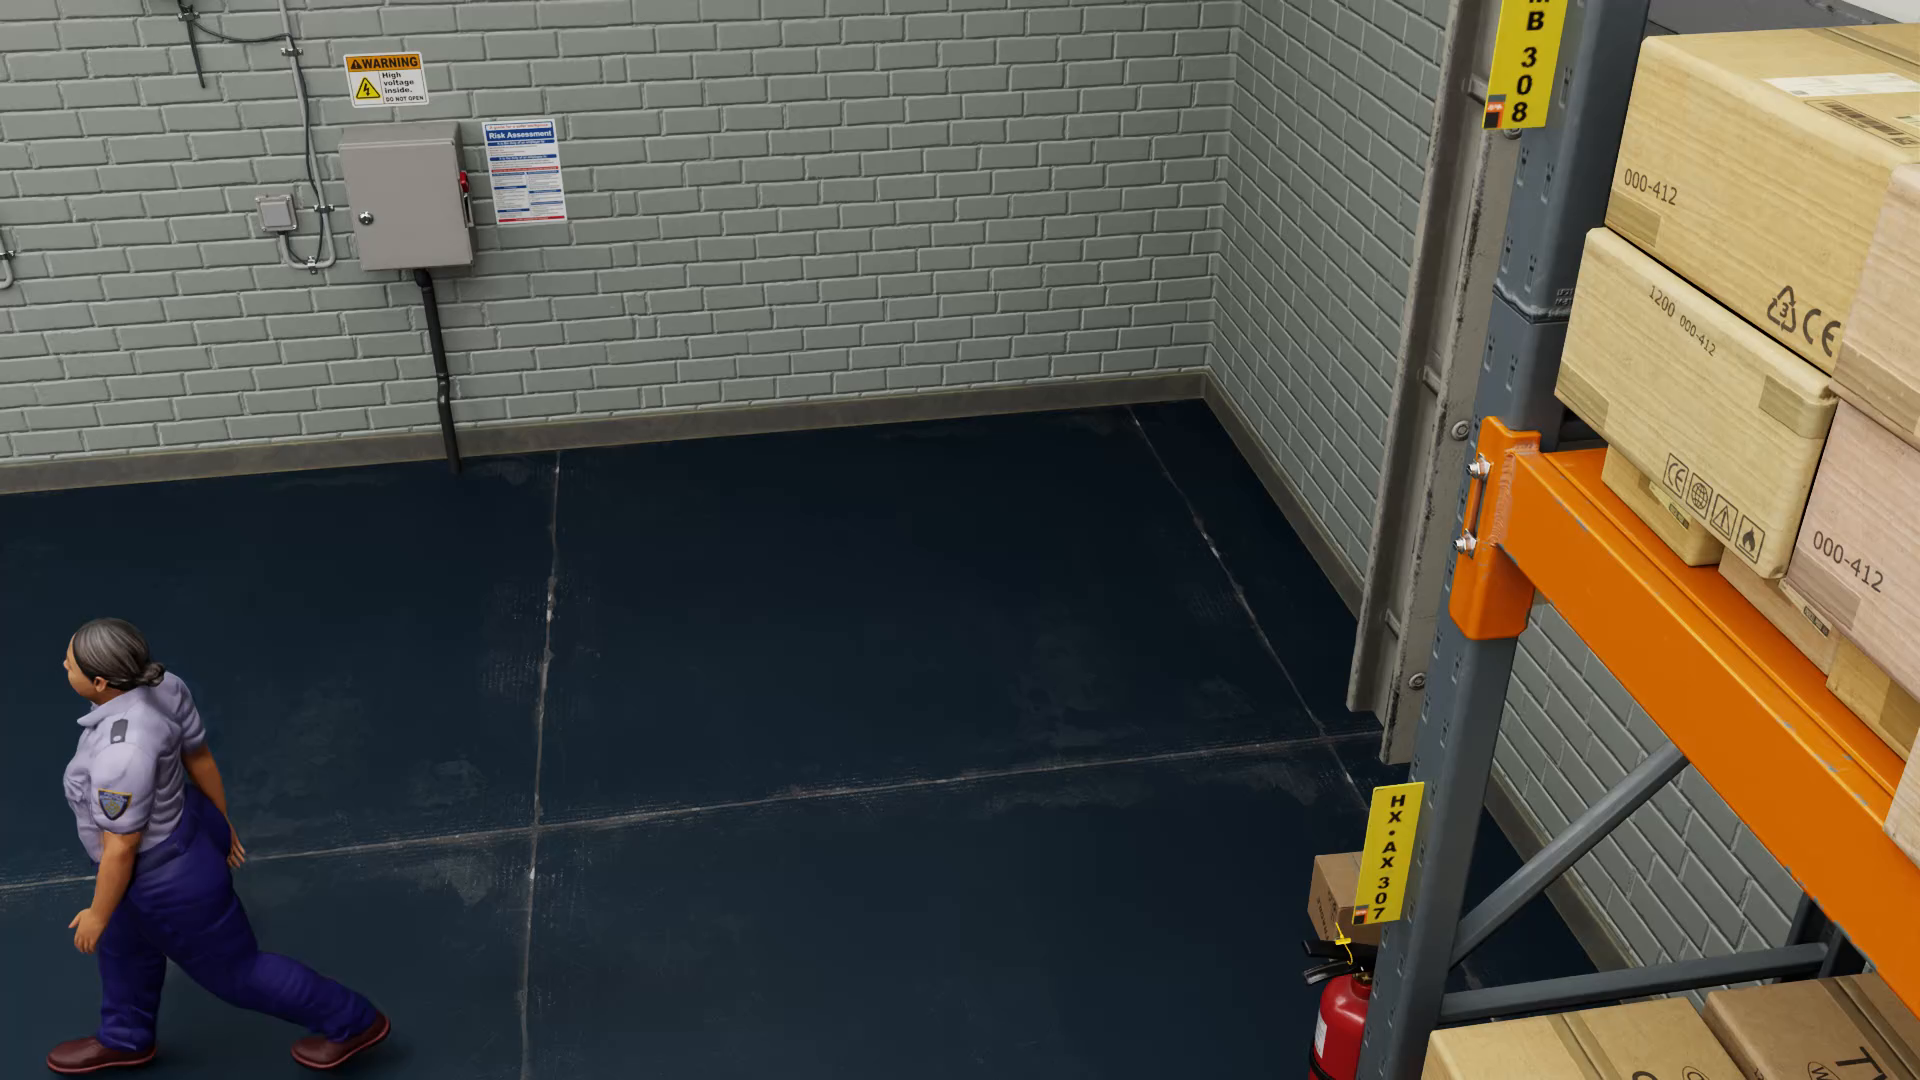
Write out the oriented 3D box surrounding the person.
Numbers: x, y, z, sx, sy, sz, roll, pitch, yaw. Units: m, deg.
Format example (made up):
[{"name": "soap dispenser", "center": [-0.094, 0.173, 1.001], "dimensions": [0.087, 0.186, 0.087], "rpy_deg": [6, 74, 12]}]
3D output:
[{"name": "person", "center": [-2.234, 0.903, 4.630], "dimensions": [0.988, 1.596, 0.471], "rpy_deg": [-9, 32, -14]}]
